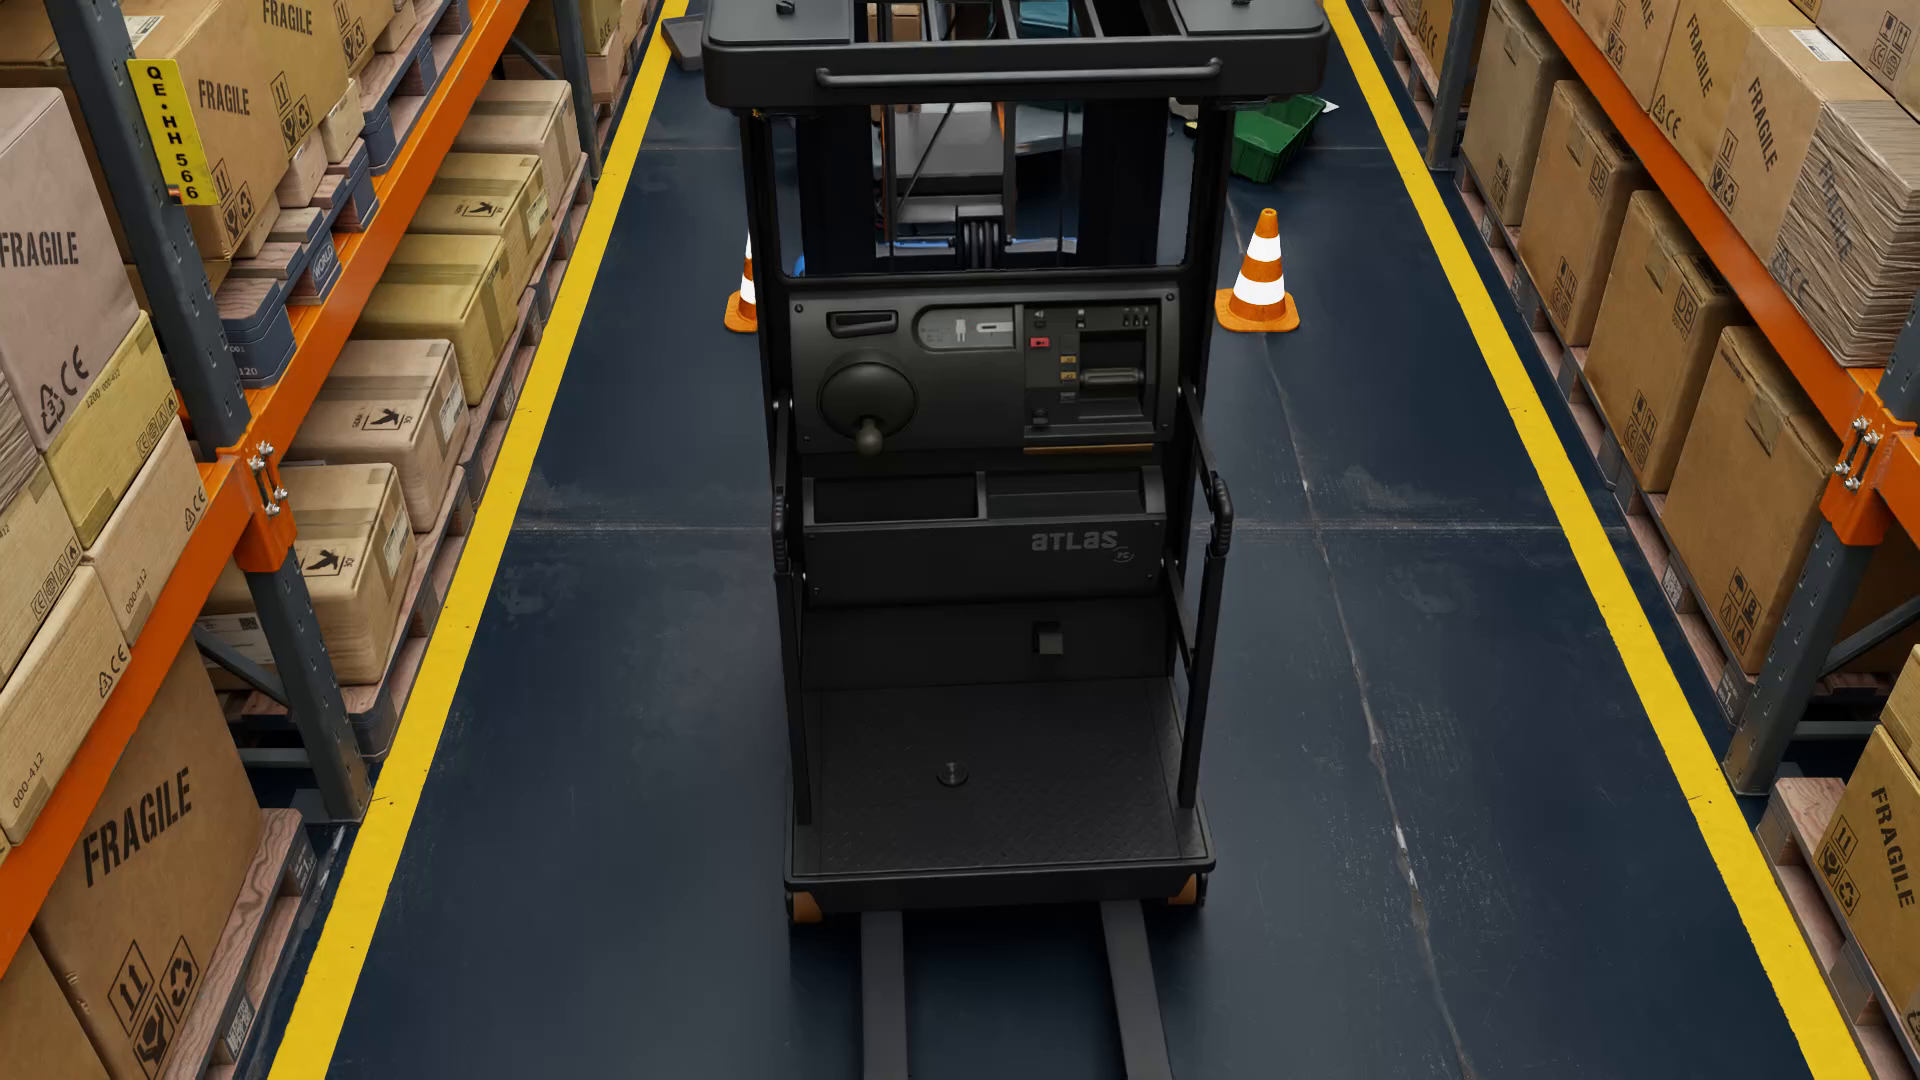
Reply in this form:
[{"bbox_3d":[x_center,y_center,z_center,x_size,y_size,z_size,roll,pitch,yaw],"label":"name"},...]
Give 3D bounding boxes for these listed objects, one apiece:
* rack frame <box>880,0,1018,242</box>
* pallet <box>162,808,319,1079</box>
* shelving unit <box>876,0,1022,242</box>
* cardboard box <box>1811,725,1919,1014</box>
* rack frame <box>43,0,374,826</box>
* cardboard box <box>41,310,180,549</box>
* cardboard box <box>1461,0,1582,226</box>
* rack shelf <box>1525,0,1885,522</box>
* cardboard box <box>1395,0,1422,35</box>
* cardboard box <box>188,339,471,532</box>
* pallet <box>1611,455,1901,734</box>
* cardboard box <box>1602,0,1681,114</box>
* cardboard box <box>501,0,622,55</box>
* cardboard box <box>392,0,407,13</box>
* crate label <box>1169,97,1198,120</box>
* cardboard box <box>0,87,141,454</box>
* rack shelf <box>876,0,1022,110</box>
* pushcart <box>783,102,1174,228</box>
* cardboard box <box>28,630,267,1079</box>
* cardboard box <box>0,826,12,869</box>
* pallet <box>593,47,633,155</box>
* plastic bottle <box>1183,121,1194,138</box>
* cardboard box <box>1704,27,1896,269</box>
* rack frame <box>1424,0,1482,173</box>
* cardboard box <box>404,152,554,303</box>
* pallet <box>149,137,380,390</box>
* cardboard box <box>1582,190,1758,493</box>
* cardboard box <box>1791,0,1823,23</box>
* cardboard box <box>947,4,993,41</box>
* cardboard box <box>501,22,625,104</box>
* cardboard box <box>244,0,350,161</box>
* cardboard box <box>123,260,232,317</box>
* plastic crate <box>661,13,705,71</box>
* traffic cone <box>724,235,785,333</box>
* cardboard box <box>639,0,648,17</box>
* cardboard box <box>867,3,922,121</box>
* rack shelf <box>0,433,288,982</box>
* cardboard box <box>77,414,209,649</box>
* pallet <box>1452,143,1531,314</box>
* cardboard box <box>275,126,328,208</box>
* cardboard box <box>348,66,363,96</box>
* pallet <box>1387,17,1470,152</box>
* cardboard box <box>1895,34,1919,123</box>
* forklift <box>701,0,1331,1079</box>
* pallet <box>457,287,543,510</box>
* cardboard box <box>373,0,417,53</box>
[{"bbox_3d":[-0.032,-0.966,5.276,0.400,2.100,0.015,-2,39,-3],"label":"rack frame"},{"bbox_3d":[-2.277,1.185,4.103,1.003,0.211,1.213,0,39,0],"label":"pallet"},{"bbox_3d":[-0.046,-1.118,5.466,0.431,2.100,0.503,-2,39,-3],"label":"shelving unit"},{"bbox_3d":[2.493,0.791,4.028,0.500,0.500,0.500,-2,39,-2],"label":"cardboard box"},{"bbox_3d":[-2.203,-0.397,3.846,1.000,3.000,0.127,0,39,0],"label":"rack frame"},{"bbox_3d":[-1.948,-0.230,3.359,0.500,0.250,0.500,0,39,0],"label":"cardboard box"},{"bbox_3d":[2.833,-1.863,7.139,1.050,0.750,0.750,0,39,0],"label":"cardboard box"},{"bbox_3d":[2.745,-1.433,5.715,1.077,0.370,4.000,0,39,0],"label":"rack shelf"},{"bbox_3d":[2.807,-3.256,8.778,0.875,0.875,0.875,0,39,0],"label":"cardboard box"},{"bbox_3d":[-2.202,-0.350,5.553,0.950,0.372,0.625,-1,39,-1],"label":"cardboard box"},{"bbox_3d":[2.822,0.132,5.417,1.003,0.211,1.213,0,39,0],"label":"pallet"},{"bbox_3d":[2.474,-1.729,5.429,0.500,0.500,0.500,1,39,1],"label":"cardboard box"},{"bbox_3d":[-1.938,-2.651,7.922,0.500,0.500,0.500,2,39,2],"label":"cardboard box"},{"bbox_3d":[-1.980,-1.968,5.153,0.500,0.500,0.500,-1,39,-2],"label":"cardboard box"},{"bbox_3d":[1.140,-2.265,8.466,0.298,0.136,0.250,-28,46,-30],"label":"crate label"},{"bbox_3d":[-1.941,-0.503,3.099,0.500,0.500,0.500,-1,39,-1],"label":"cardboard box"},{"bbox_3d":[-0.046,-1.654,5.037,0.431,0.518,0.480,-2,39,-3],"label":"rack shelf"},{"bbox_3d":[0.073,-1.908,7.829,1.648,0.377,0.936,-13,40,-16],"label":"pushcart"},{"bbox_3d":[-2.285,0.701,3.840,0.875,0.875,0.875,0,39,0],"label":"cardboard box"},{"bbox_3d":[-1.942,0.612,2.707,0.500,0.250,0.500,0,39,-1],"label":"cardboard box"},{"bbox_3d":[-2.243,-2.230,8.364,1.003,0.211,1.213,0,39,0],"label":"pallet"},{"bbox_3d":[1.233,-1.990,8.184,0.133,0.061,0.283,-20,43,-23],"label":"plastic bottle"},{"bbox_3d":[2.479,-1.096,4.639,0.500,0.500,0.500,0,39,0],"label":"cardboard box"},{"bbox_3d":[2.743,-2.965,7.051,1.000,3.000,0.127,0,39,0],"label":"rack frame"},{"bbox_3d":[-2.200,-1.259,6.688,0.950,0.372,0.625,2,39,3],"label":"cardboard box"},{"bbox_3d":[-2.310,-0.767,4.462,1.213,0.211,1.003,0,39,0],"label":"pallet"},{"bbox_3d":[2.832,-0.677,5.659,1.050,0.750,0.750,1,39,1],"label":"cardboard box"},{"bbox_3d":[2.752,-1.810,4.731,0.700,0.500,0.500,-1,39,-1],"label":"cardboard box"},{"bbox_3d":[0.331,-2.797,8.729,0.797,0.637,0.503,0,39,0],"label":"cardboard box"},{"bbox_3d":[-1.938,-2.358,8.157,0.500,0.250,0.500,-2,39,-2],"label":"cardboard box"},{"bbox_3d":[-1.979,-1.323,4.349,0.500,0.500,0.500,2,39,2],"label":"cardboard box"},{"bbox_3d":[-2.017,-0.666,4.047,0.380,0.149,0.250,-2,39,-3],"label":"cardboard box"},{"bbox_3d":[-1.389,-2.741,9.106,0.402,0.080,0.583,-13,40,-16],"label":"plastic crate"},{"bbox_3d":[-0.806,-1.134,6.794,0.336,0.463,0.334,0,39,0],"label":"traffic cone"},{"bbox_3d":[-1.953,-3.024,8.987,0.500,0.250,0.500,-1,39,-1],"label":"cardboard box"},{"bbox_3d":[-0.427,-2.238,7.537,0.500,0.500,0.500,0,39,0],"label":"cardboard box"},{"bbox_3d":[-2.200,1.135,2.510,1.077,0.370,4.000,0,39,0],"label":"rack shelf"},{"bbox_3d":[-1.942,-0.022,3.499,0.500,0.250,0.500,-1,39,-2],"label":"cardboard box"},{"bbox_3d":[2.819,-1.394,7.321,1.003,0.211,1.213,0,39,0],"label":"pallet"},{"bbox_3d":[-1.938,-1.014,4.481,0.380,0.149,0.250,-2,39,-3],"label":"cardboard box"},{"bbox_3d":[-1.996,-1.336,4.884,0.380,0.149,0.250,2,39,3],"label":"cardboard box"},{"bbox_3d":[2.820,-2.352,8.516,1.003,0.211,1.213,0,39,0],"label":"pallet"},{"bbox_3d":[2.757,-1.173,3.936,0.700,0.500,0.500,0,39,0],"label":"cardboard box"},{"bbox_3d":[0.076,-0.332,3.820,1.130,2.935,3.031,-2,39,-3],"label":"forklift"},{"bbox_3d":[-2.201,-0.558,6.278,1.003,0.211,1.213,0,39,0],"label":"pallet"},{"bbox_3d":[-1.971,-1.676,5.308,0.380,0.149,0.250,1,39,1],"label":"cardboard box"}]
